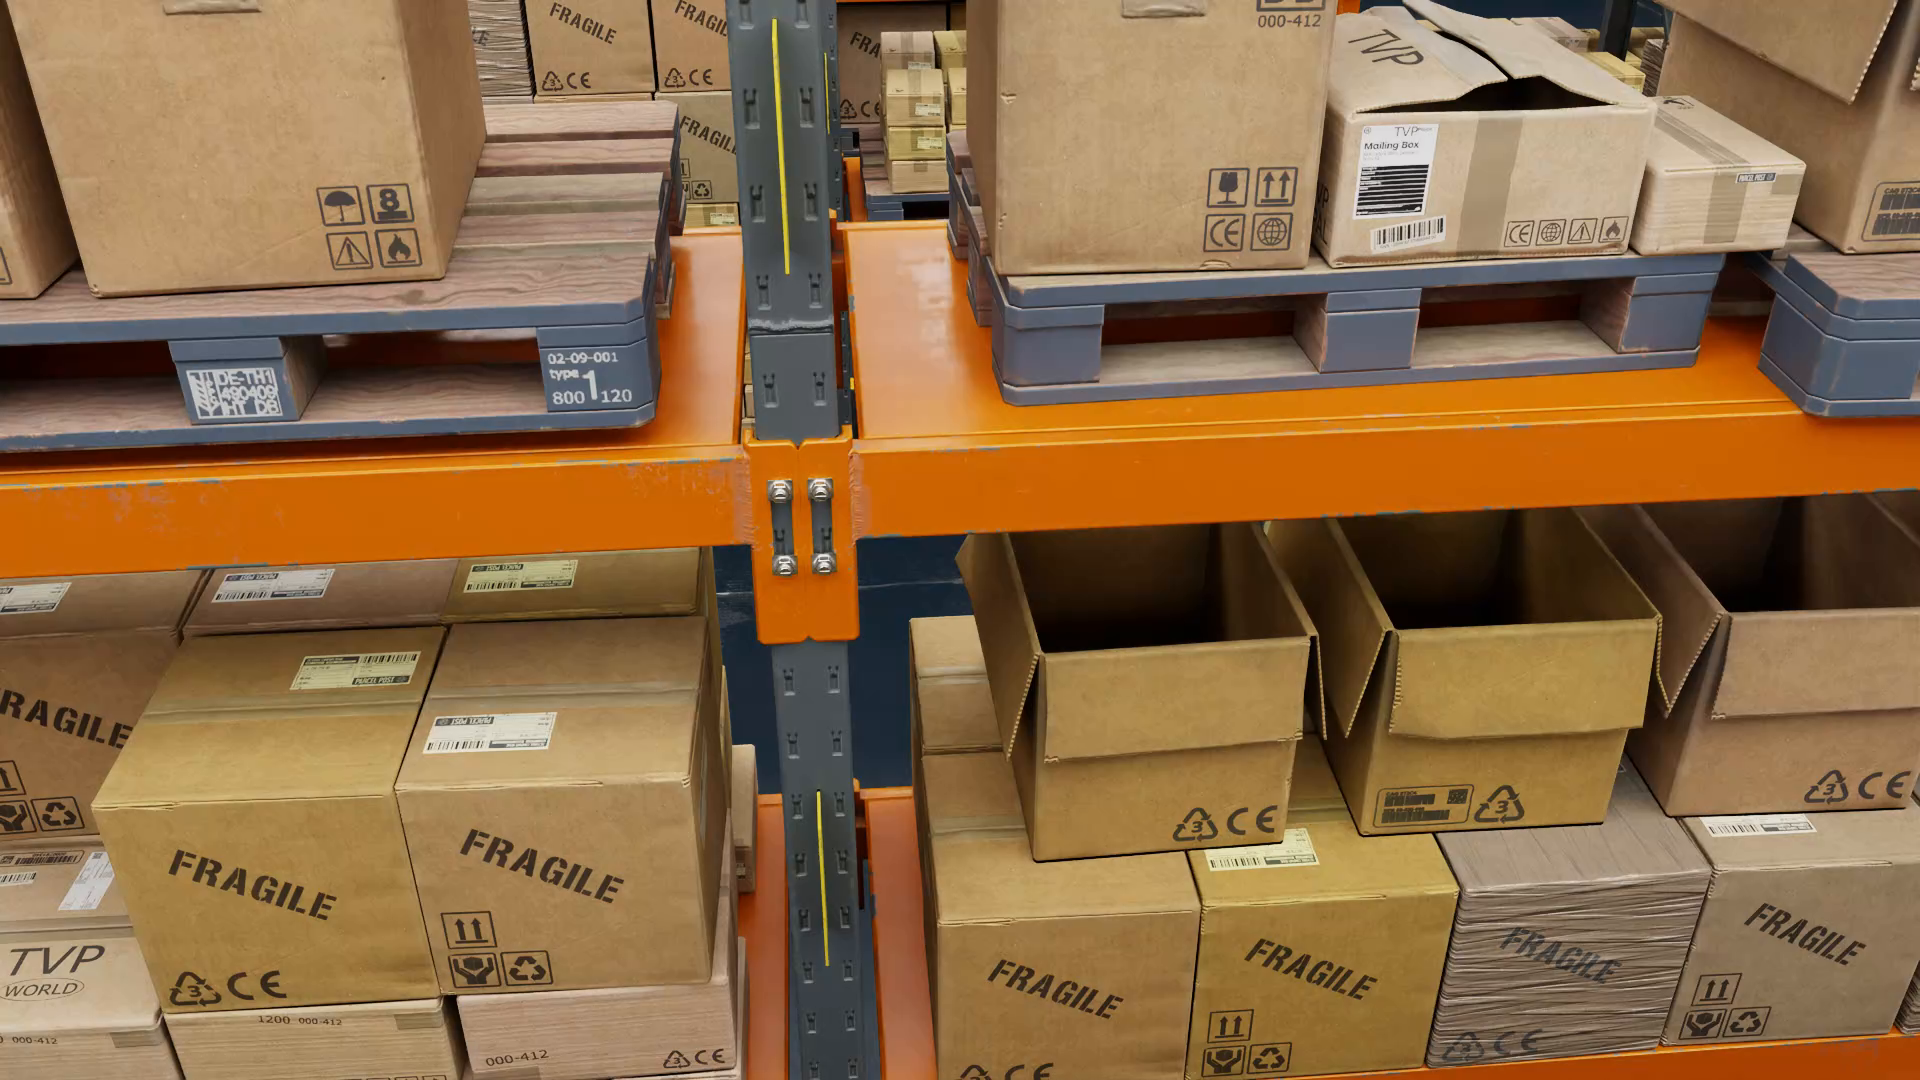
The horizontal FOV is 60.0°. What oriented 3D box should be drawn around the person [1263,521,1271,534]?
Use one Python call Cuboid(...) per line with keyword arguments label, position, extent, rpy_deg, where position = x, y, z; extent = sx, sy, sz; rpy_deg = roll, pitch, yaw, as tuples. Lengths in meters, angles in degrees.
Cuboid(label="person", position=(1.140, 0.364, 5.534), extent=(0.357, 1.673, 0.499), rpy_deg=(-3, 31, -4))
